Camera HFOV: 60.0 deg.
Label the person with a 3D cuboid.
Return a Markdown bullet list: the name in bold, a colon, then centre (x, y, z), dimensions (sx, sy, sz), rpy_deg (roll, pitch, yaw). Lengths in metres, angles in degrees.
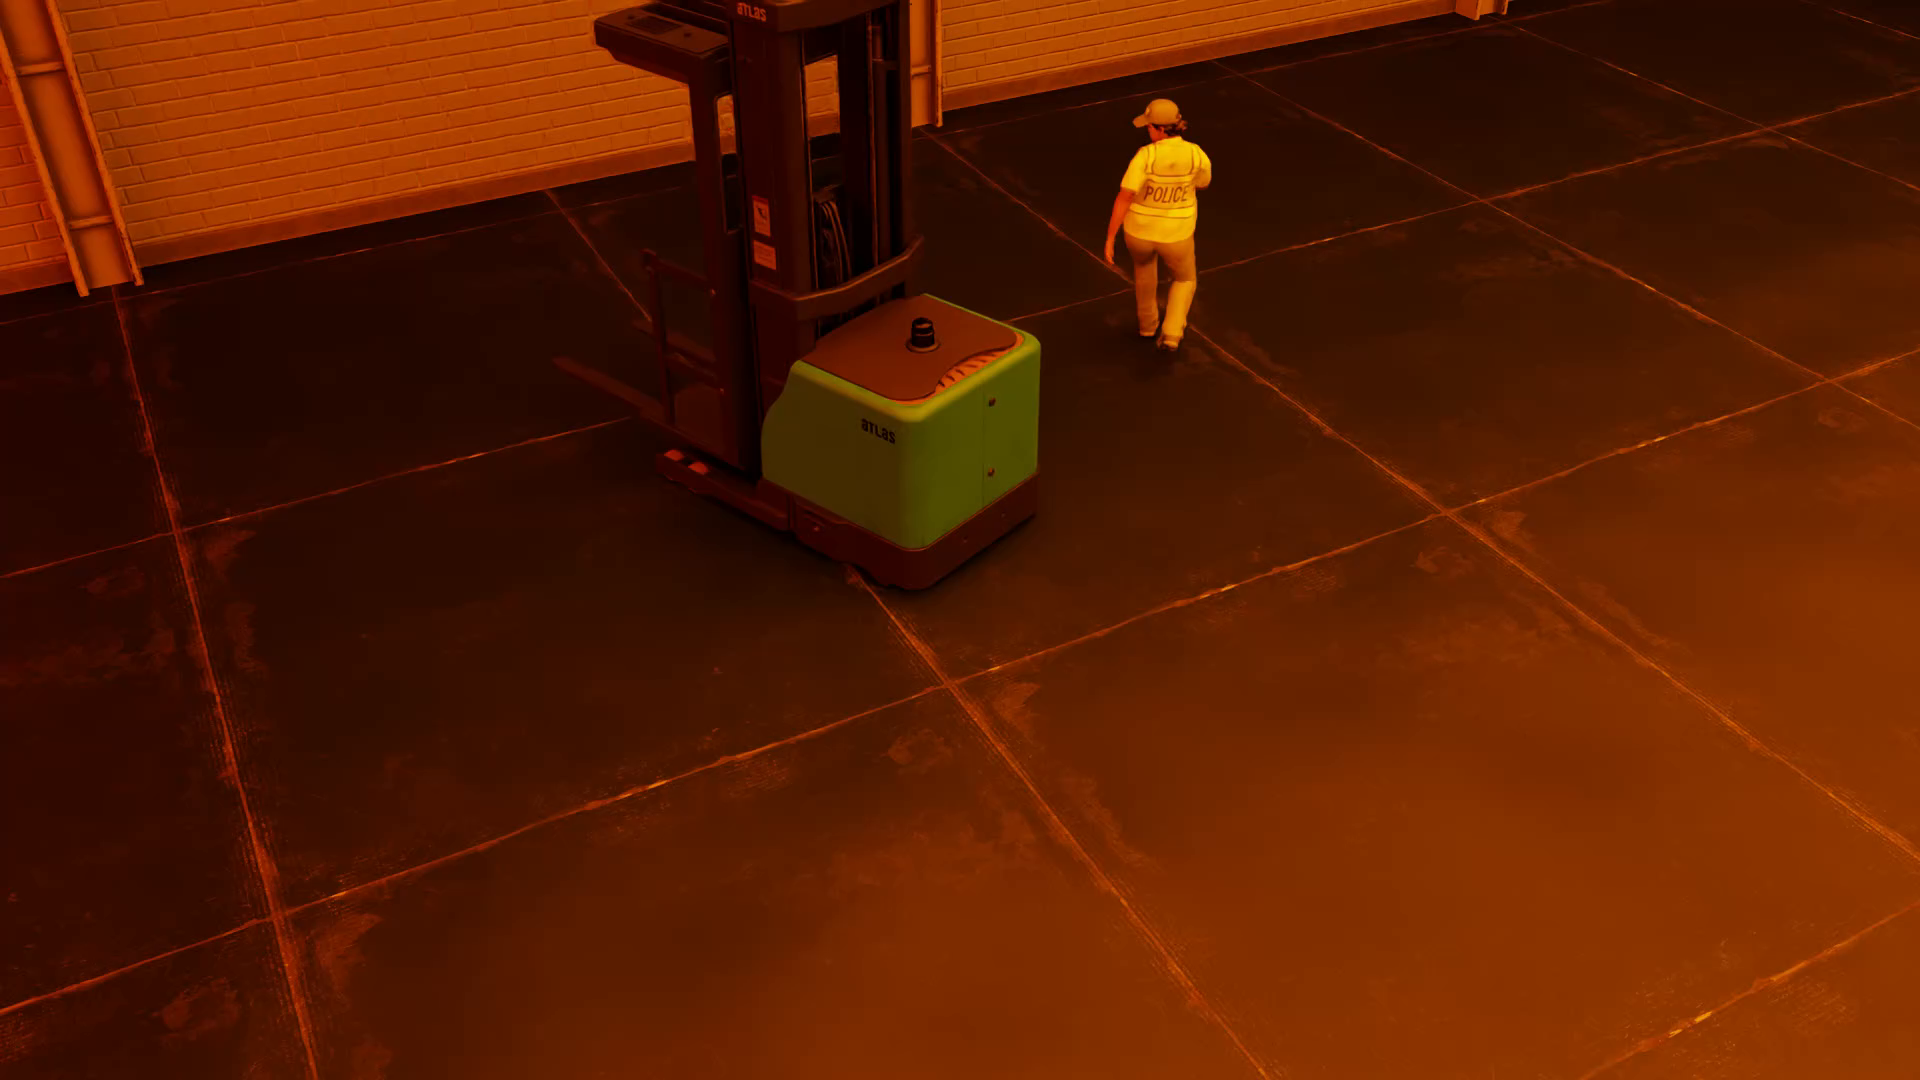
- **person**: centre (1.185, -1.864, 9.942), dimensions (0.561, 1.595, 0.717), rpy_deg (7, 36, 10)

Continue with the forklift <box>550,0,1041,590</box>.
- **forklift**: centre (-1.036, -1.659, 8.470), dimensions (3.031, 2.935, 1.130), rpy_deg (26, 43, 32)
